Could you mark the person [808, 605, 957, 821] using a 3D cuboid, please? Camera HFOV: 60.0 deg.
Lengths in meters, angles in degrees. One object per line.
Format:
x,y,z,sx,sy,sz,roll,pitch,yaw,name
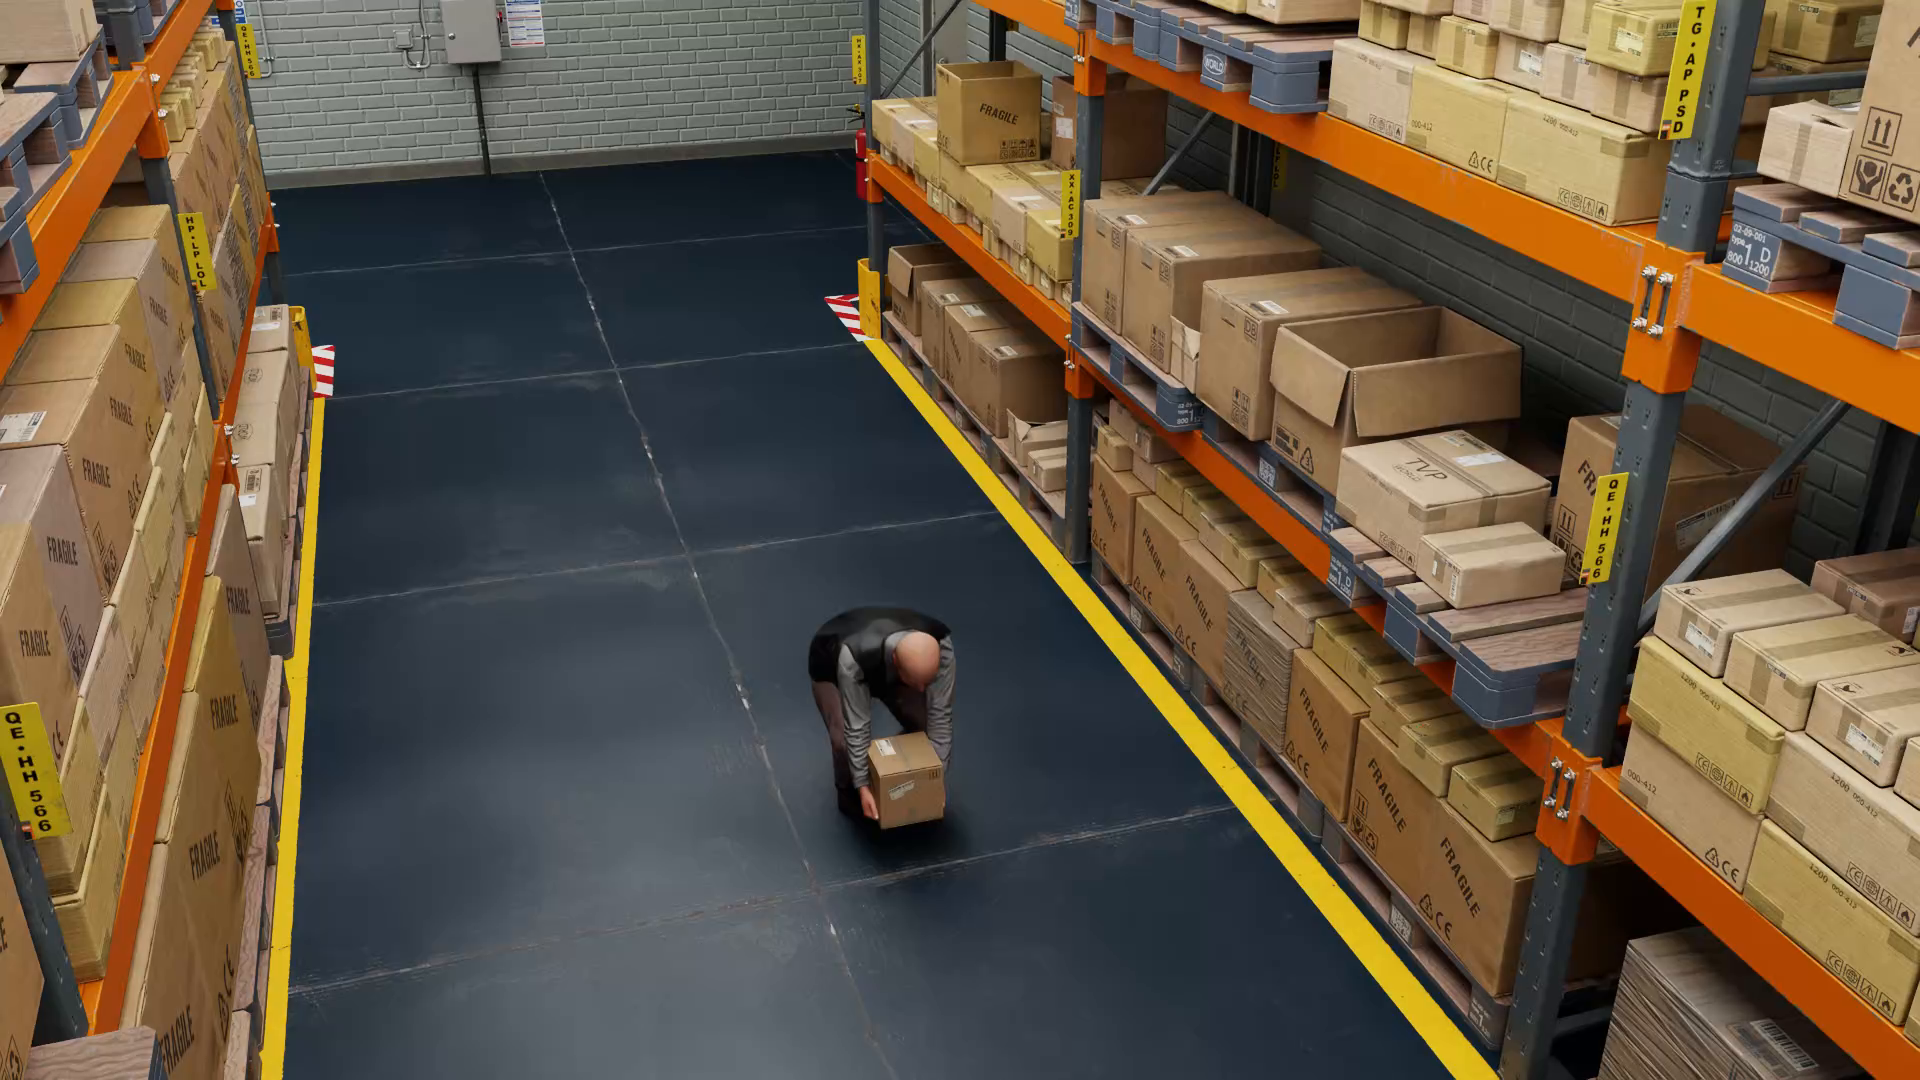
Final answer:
-0.300,0.677,6.688,0.501,0.917,0.868,-9,28,-17,person
